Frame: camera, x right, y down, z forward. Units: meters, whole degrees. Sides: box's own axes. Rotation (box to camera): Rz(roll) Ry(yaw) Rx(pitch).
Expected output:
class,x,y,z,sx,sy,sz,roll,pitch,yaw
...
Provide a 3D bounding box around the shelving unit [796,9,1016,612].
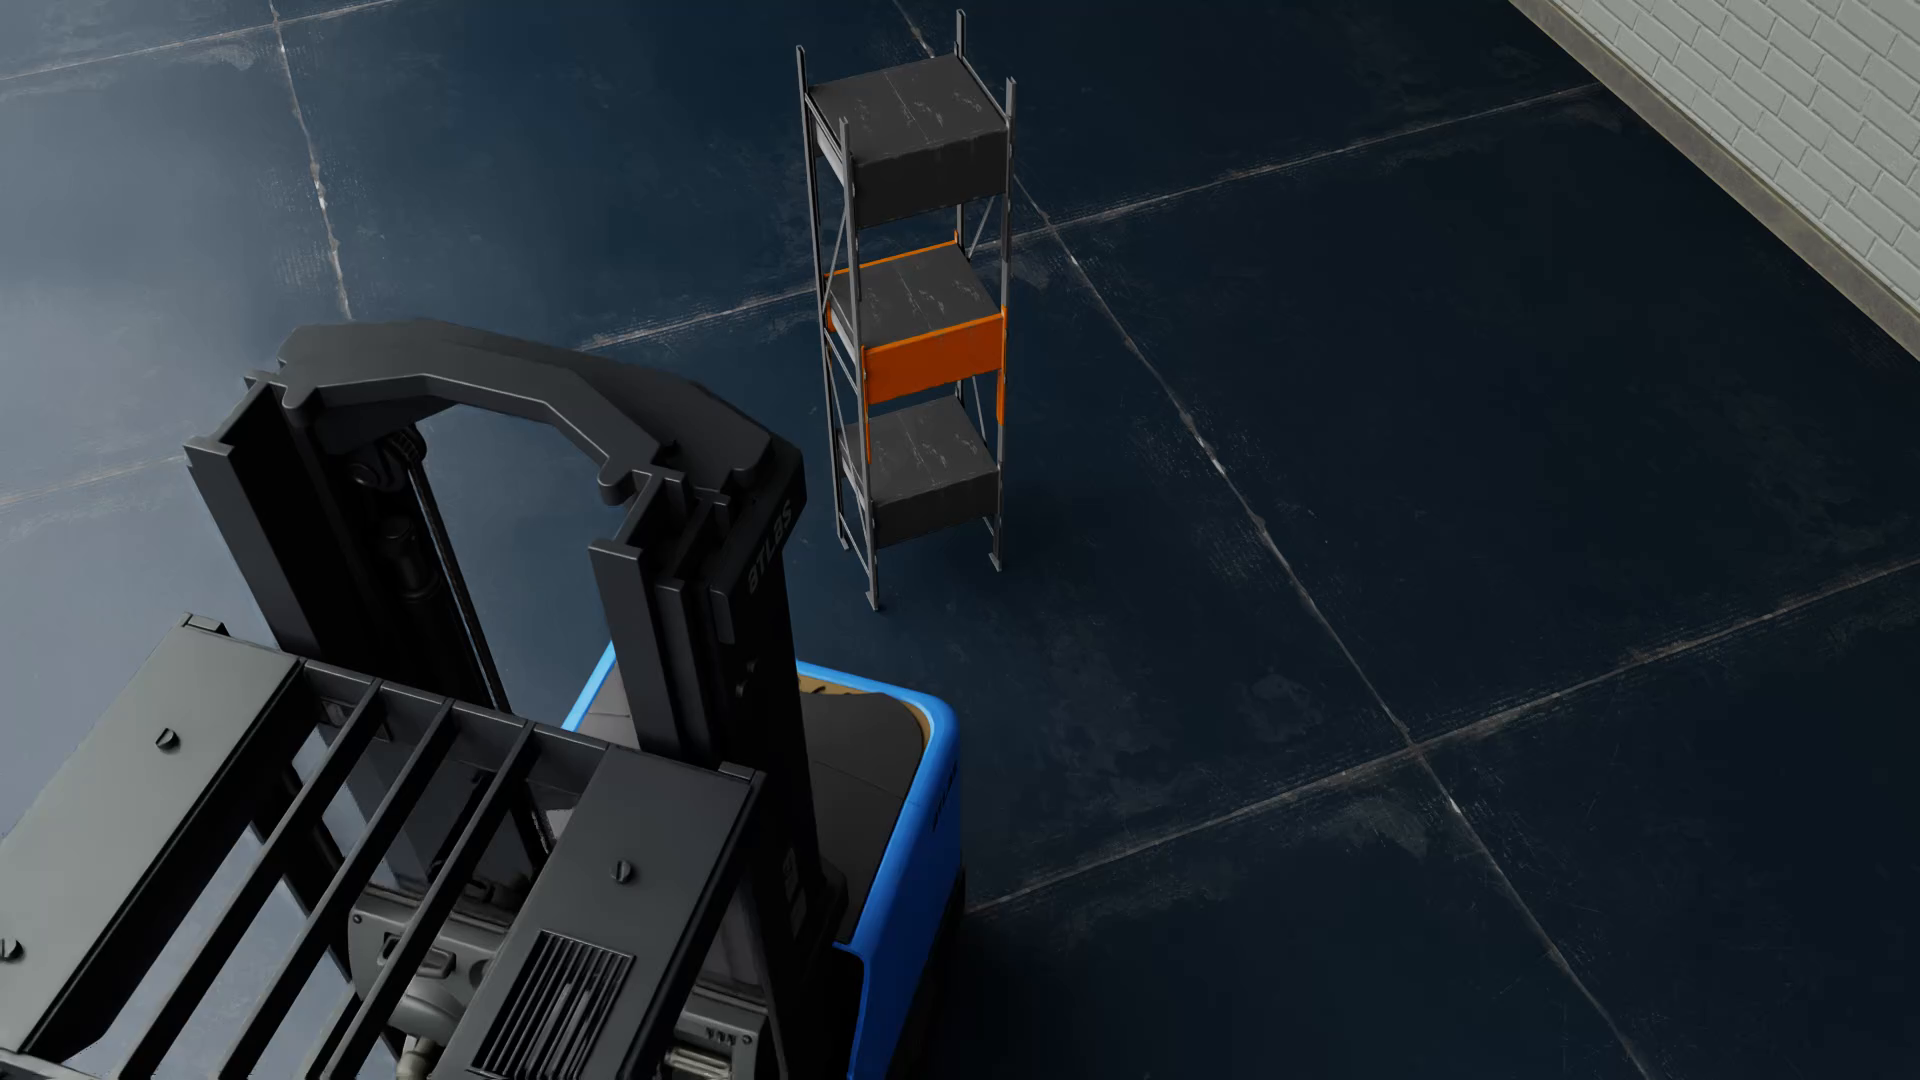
class,x,y,z,sx,sy,sz,roll,pitch,yaw
shelving unit,-0.153,-0.637,5.413,0.503,2.100,0.431,-17,52,-14

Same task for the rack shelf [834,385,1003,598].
class,x,y,z,sx,sy,sz,roll,pitch,yaw
rack shelf,-0.153,-0.172,5.954,0.480,0.518,0.431,-17,52,-14

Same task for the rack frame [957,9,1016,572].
class,x,y,z,sx,sy,sz,roll,pitch,yaw
rack frame,0.073,-0.707,5.473,0.015,2.100,0.400,-17,52,-14

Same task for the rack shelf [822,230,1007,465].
class,x,y,z,sx,sy,sz,roll,pitch,yaw
rack shelf,-0.153,-0.628,5.423,0.480,0.518,0.431,-17,52,-14

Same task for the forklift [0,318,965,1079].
class,x,y,z,sx,sy,sz,roll,pitch,yaw
forklift,-0.915,1.137,3.341,1.130,2.935,3.031,14,51,11

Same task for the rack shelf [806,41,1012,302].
class,x,y,z,sx,sy,sz,roll,pitch,yaw
rack shelf,-0.153,-1.084,4.892,0.480,0.518,0.431,-17,52,-14

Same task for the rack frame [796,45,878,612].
class,x,y,z,sx,sy,sz,roll,pitch,yaw
rack frame,-0.379,-0.567,5.353,0.015,2.100,0.400,-17,52,-14
